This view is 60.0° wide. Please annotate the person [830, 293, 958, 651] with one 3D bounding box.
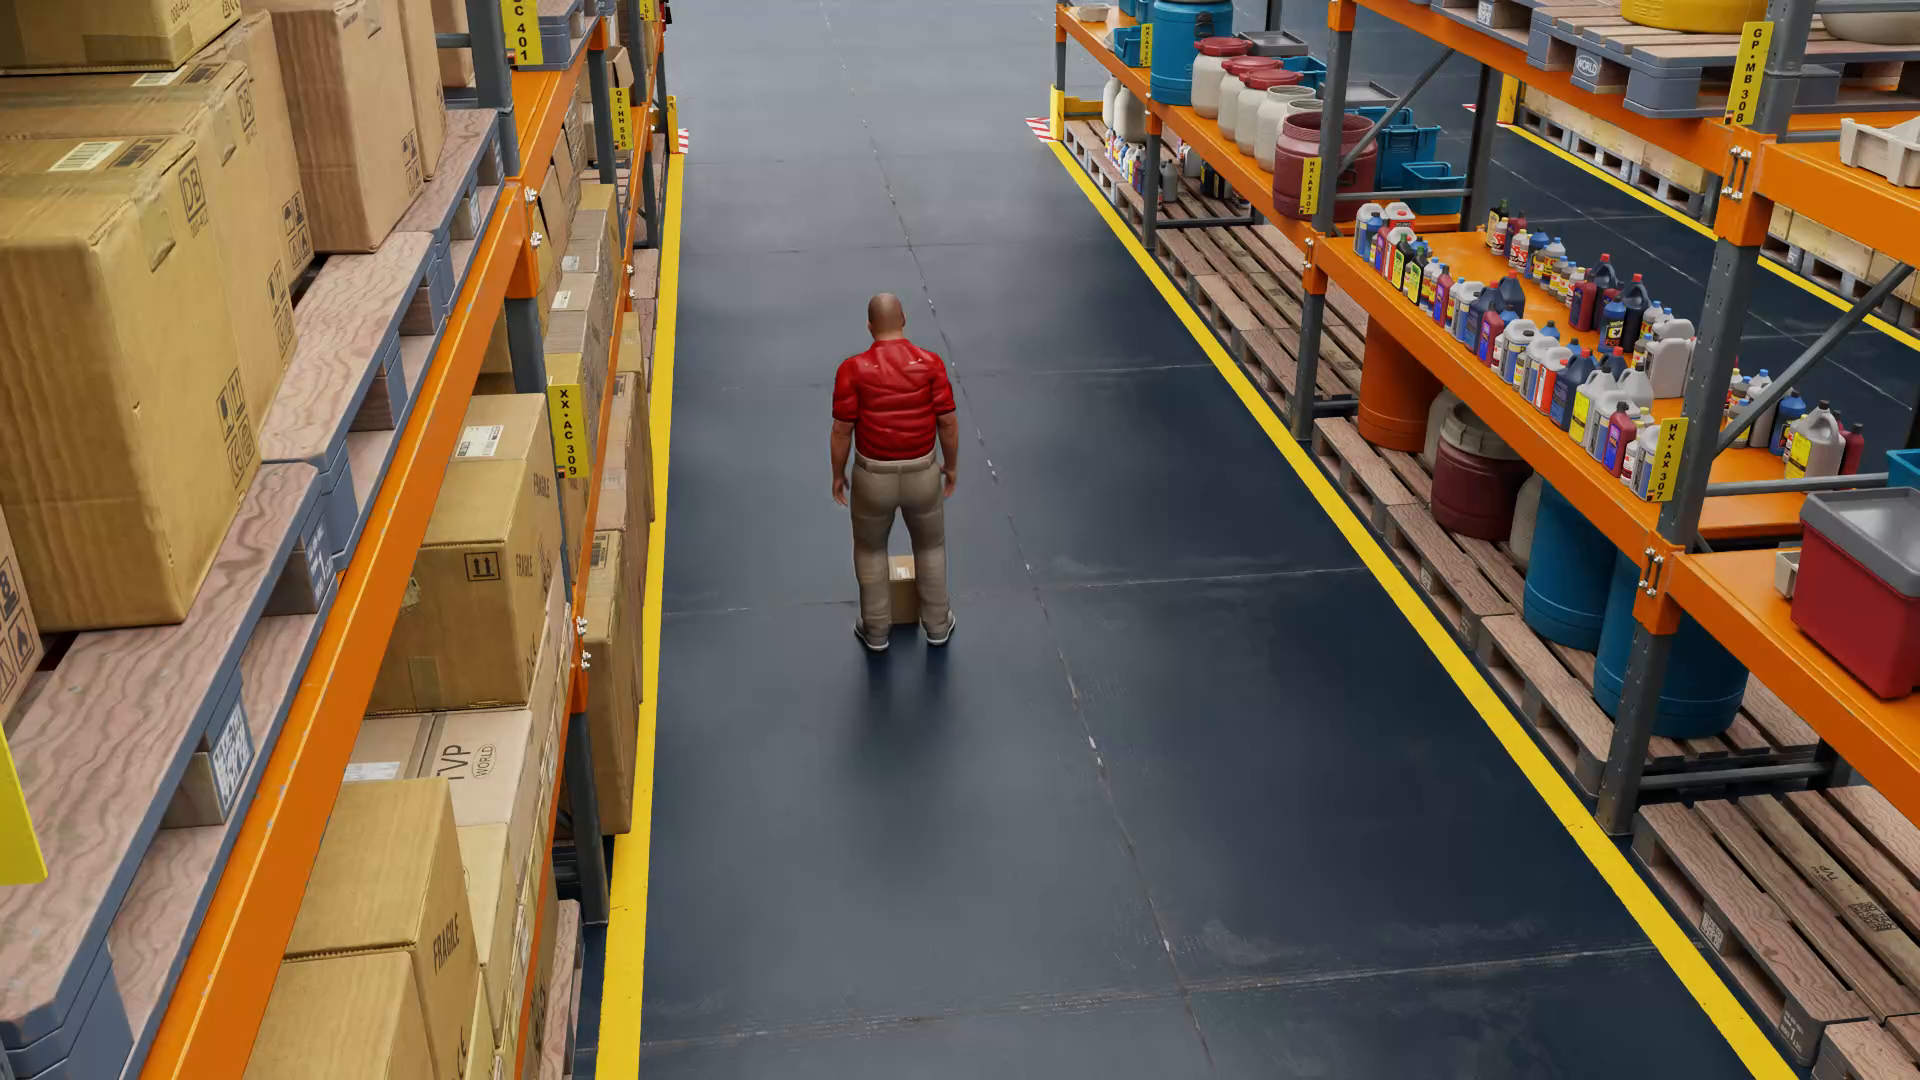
[{"bbox_3d":[-0.300,-0.295,7.713,0.593,1.726,0.387,-4,27,-8],"label":"person"}]
